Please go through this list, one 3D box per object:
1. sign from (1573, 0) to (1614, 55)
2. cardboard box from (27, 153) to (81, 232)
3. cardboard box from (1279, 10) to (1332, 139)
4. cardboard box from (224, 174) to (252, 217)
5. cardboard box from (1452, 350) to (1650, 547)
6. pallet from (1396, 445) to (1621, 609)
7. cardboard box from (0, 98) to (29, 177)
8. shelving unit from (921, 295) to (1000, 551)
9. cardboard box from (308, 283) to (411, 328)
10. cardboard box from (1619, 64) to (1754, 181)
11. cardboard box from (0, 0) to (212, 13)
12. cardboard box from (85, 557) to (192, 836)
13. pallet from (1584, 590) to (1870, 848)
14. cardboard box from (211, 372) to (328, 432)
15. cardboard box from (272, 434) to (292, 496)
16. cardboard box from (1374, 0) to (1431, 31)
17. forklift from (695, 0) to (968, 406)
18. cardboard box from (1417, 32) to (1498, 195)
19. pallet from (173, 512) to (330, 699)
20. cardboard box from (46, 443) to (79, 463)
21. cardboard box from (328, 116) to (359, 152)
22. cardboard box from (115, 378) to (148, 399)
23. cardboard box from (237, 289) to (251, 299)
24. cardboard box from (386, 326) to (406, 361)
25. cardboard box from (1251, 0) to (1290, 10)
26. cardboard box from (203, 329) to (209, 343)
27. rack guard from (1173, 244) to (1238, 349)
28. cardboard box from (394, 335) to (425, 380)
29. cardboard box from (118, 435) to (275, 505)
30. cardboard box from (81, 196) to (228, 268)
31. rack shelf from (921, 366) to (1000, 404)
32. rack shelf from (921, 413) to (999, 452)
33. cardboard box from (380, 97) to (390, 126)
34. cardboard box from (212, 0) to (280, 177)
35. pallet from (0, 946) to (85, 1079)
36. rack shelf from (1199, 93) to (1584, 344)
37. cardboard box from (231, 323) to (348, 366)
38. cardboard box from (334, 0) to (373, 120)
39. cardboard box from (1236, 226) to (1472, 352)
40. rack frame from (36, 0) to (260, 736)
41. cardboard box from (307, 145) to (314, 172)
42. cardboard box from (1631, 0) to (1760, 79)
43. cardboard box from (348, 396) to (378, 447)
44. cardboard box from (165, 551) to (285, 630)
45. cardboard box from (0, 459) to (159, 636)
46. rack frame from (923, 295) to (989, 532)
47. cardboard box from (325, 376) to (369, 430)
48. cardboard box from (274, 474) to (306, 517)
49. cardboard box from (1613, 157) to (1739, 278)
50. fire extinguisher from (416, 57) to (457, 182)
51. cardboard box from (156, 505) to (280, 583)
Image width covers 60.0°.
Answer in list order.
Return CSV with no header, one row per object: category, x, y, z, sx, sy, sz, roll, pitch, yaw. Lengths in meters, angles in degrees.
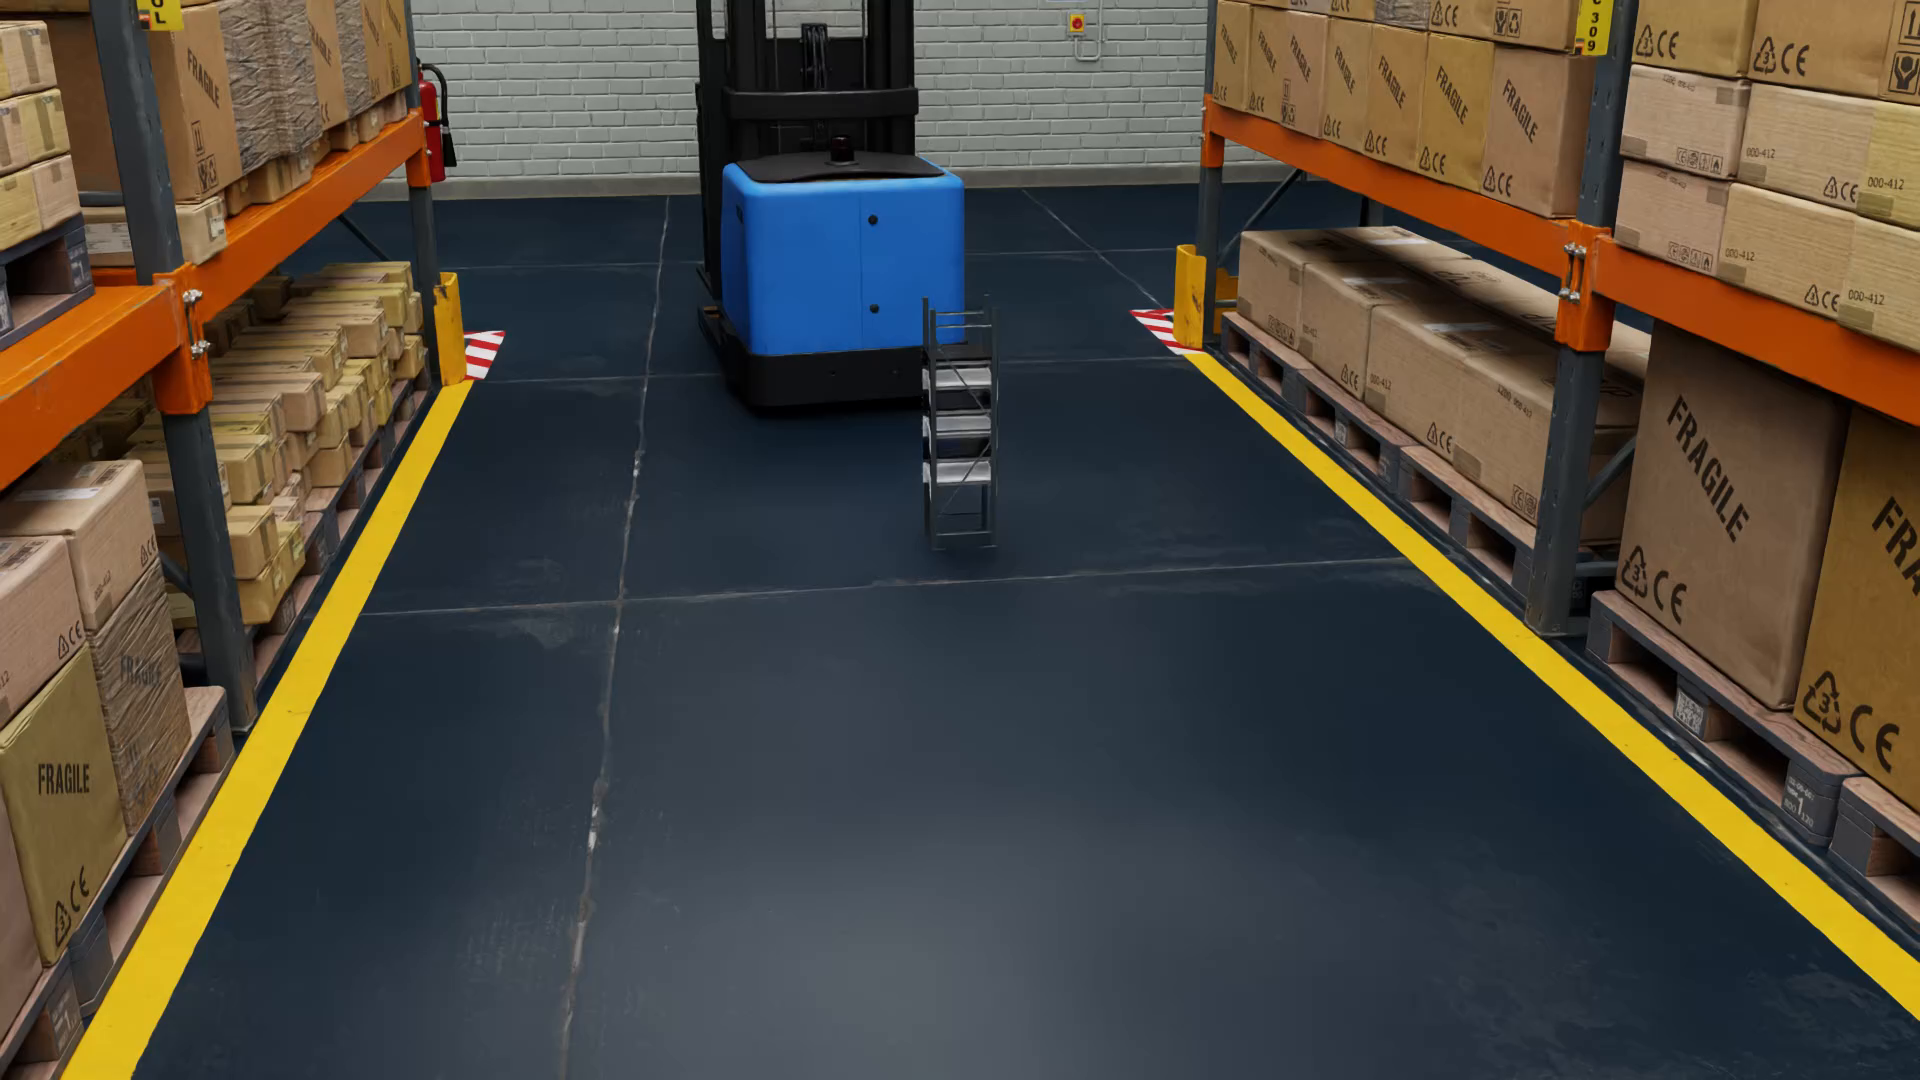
sign,1.808,-1.545,4.715,0.100,0.325,0.005,-3,21,-8
cardboard box,-2.274,-0.798,3.824,0.380,0.149,0.250,-3,21,-9
cardboard box,1.721,-2.031,7.224,0.500,0.500,0.500,-3,21,-8
cardboard box,-2.479,-1.113,5.267,0.380,0.149,0.250,-4,21,-10
cardboard box,2.372,-0.350,5.928,0.875,0.438,0.875,-3,21,-9
pallet,2.325,-0.092,6.160,1.003,0.211,1.213,-3,21,-8
cardboard box,-2.235,-0.846,3.527,0.380,0.149,0.250,-3,21,-7
shelving unit,-0.001,-0.424,6.066,0.258,0.900,0.210,-3,21,-8
cardboard box,-2.634,-1.027,7.304,0.380,0.149,0.250,-3,21,-9
cardboard box,2.141,-1.128,4.450,0.500,0.250,0.500,-4,21,-9
cardboard box,-2.351,-1.669,4.401,0.500,0.500,0.500,-2,21,-6
cardboard box,-2.171,0.372,3.906,0.500,0.500,0.500,-3,21,-9
pallet,2.543,0.439,4.740,1.003,0.211,1.213,-3,21,-8
cardboard box,-2.454,-0.481,5.840,0.380,0.149,0.250,-2,21,-7
cardboard box,-2.495,-0.248,5.641,0.380,0.149,0.250,-4,21,-11
cardboard box,1.868,-2.147,6.106,0.500,0.500,0.500,-3,21,-7
forklift,-0.836,-2.471,8.642,1.130,2.935,3.031,-5,21,-14
cardboard box,1.957,-1.503,5.811,0.500,0.500,0.500,-3,21,-9
pallet,-2.659,0.229,5.300,1.003,0.211,1.213,-3,21,-8
cardboard box,-2.912,-0.183,5.042,0.380,0.149,0.250,-3,21,-7
cardboard box,-2.658,-1.661,6.735,0.380,0.149,0.250,-4,21,-10
cardboard box,-3.046,-0.451,5.761,0.380,0.149,0.250,-4,21,-10
cardboard box,-3.296,-0.989,7.202,0.380,0.149,0.250,-3,21,-8
cardboard box,-2.668,-0.883,7.344,0.380,0.149,0.250,-4,21,-10
cardboard box,1.649,-2.672,7.511,0.500,0.500,0.500,-3,21,-9
cardboard box,-3.155,-0.718,6.475,0.380,0.149,0.250,-3,21,-7
rack guard,1.777,-1.353,9.124,1.175,0.500,0.348,-3,21,-8
cardboard box,-2.684,-0.837,7.643,0.380,0.149,0.250,-2,21,-6
cardboard box,-2.353,-0.214,5.126,0.380,0.149,0.250,-2,21,-5
cardboard box,-2.244,-0.843,4.545,0.380,0.149,0.250,-2,21,-6
rack shelf,-0.001,-0.562,6.015,0.258,0.077,0.200,-3,21,-8
rack shelf,-0.001,-0.393,6.078,0.258,0.077,0.200,-3,21,-8
cardboard box,-2.778,-1.927,7.447,0.380,0.149,0.250,-3,21,-8
cardboard box,-2.427,-1.388,5.076,0.500,0.500,0.500,-3,21,-8
pallet,-2.234,1.153,2.828,1.003,0.211,1.213,-3,21,-8
rack shelf,2.069,-1.486,6.937,1.077,0.370,4.000,-3,21,-8
cardboard box,-2.637,-0.747,6.554,0.380,0.149,0.250,-4,21,-10
cardboard box,-2.632,-1.921,6.504,0.500,0.500,0.500,-3,21,-8
cardboard box,1.974,-1.289,8.441,0.875,0.438,0.875,-4,21,-10
rack frame,-2.527,-0.846,4.195,1.000,3.000,0.127,-3,21,-8
cardboard box,-2.566,-1.387,6.002,0.380,0.149,0.250,-2,21,-6
cardboard box,2.136,-1.479,4.318,0.500,0.500,0.500,-3,21,-7
cardboard box,-2.564,-0.475,6.676,0.380,0.149,0.250,-3,21,-7
cardboard box,-2.262,0.150,5.001,0.380,0.149,0.250,-4,21,-10
cardboard box,-2.169,0.022,3.771,0.500,0.250,0.500,-3,21,-9
rack frame,-0.016,-0.460,6.160,0.240,0.900,0.006,-3,21,-8
cardboard box,-2.495,-0.521,6.374,0.380,0.149,0.250,-3,21,-7
cardboard box,-2.473,-0.111,5.699,0.380,0.149,0.250,-3,21,-9
cardboard box,2.159,-0.895,4.539,0.500,0.250,0.500,-3,21,-9
fire extinguisher,-2.683,-2.131,8.277,0.296,0.674,0.183,-3,21,-8
cardboard box,-2.263,0.012,4.947,0.380,0.149,0.250,-2,21,-5
